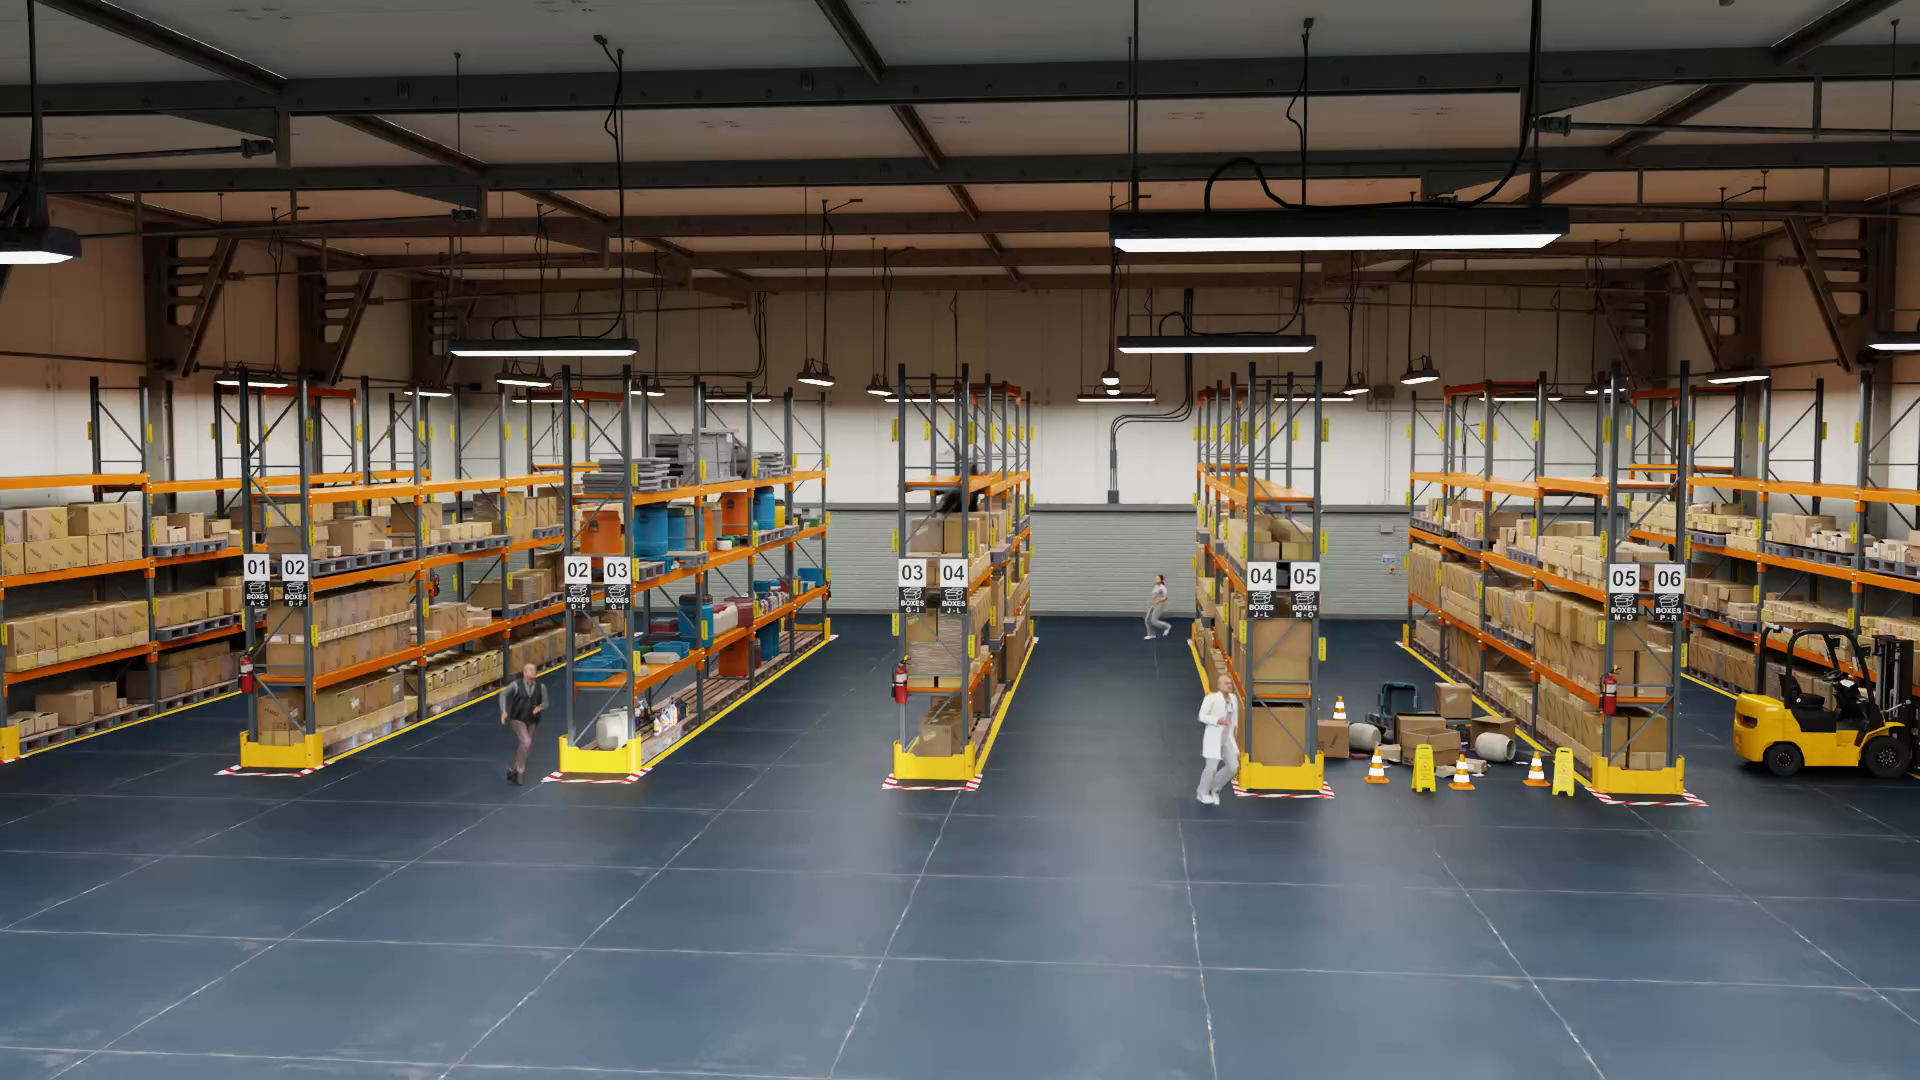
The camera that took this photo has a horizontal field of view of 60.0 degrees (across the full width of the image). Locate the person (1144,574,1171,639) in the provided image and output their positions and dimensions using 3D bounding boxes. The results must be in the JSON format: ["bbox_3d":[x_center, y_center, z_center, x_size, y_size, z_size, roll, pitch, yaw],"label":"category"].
[{"bbox_3d":[4.853,1.625,40.443,0.610,1.606,0.577,-1,4,-18],"label":"person"}]

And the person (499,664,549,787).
[{"bbox_3d":[-6.200,2.618,23.810,0.641,1.684,0.701,-3,5,-38],"label":"person"}]

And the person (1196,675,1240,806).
[{"bbox_3d":[3.542,2.704,22.346,0.716,1.764,0.713,-2,4,-23],"label":"person"}]
